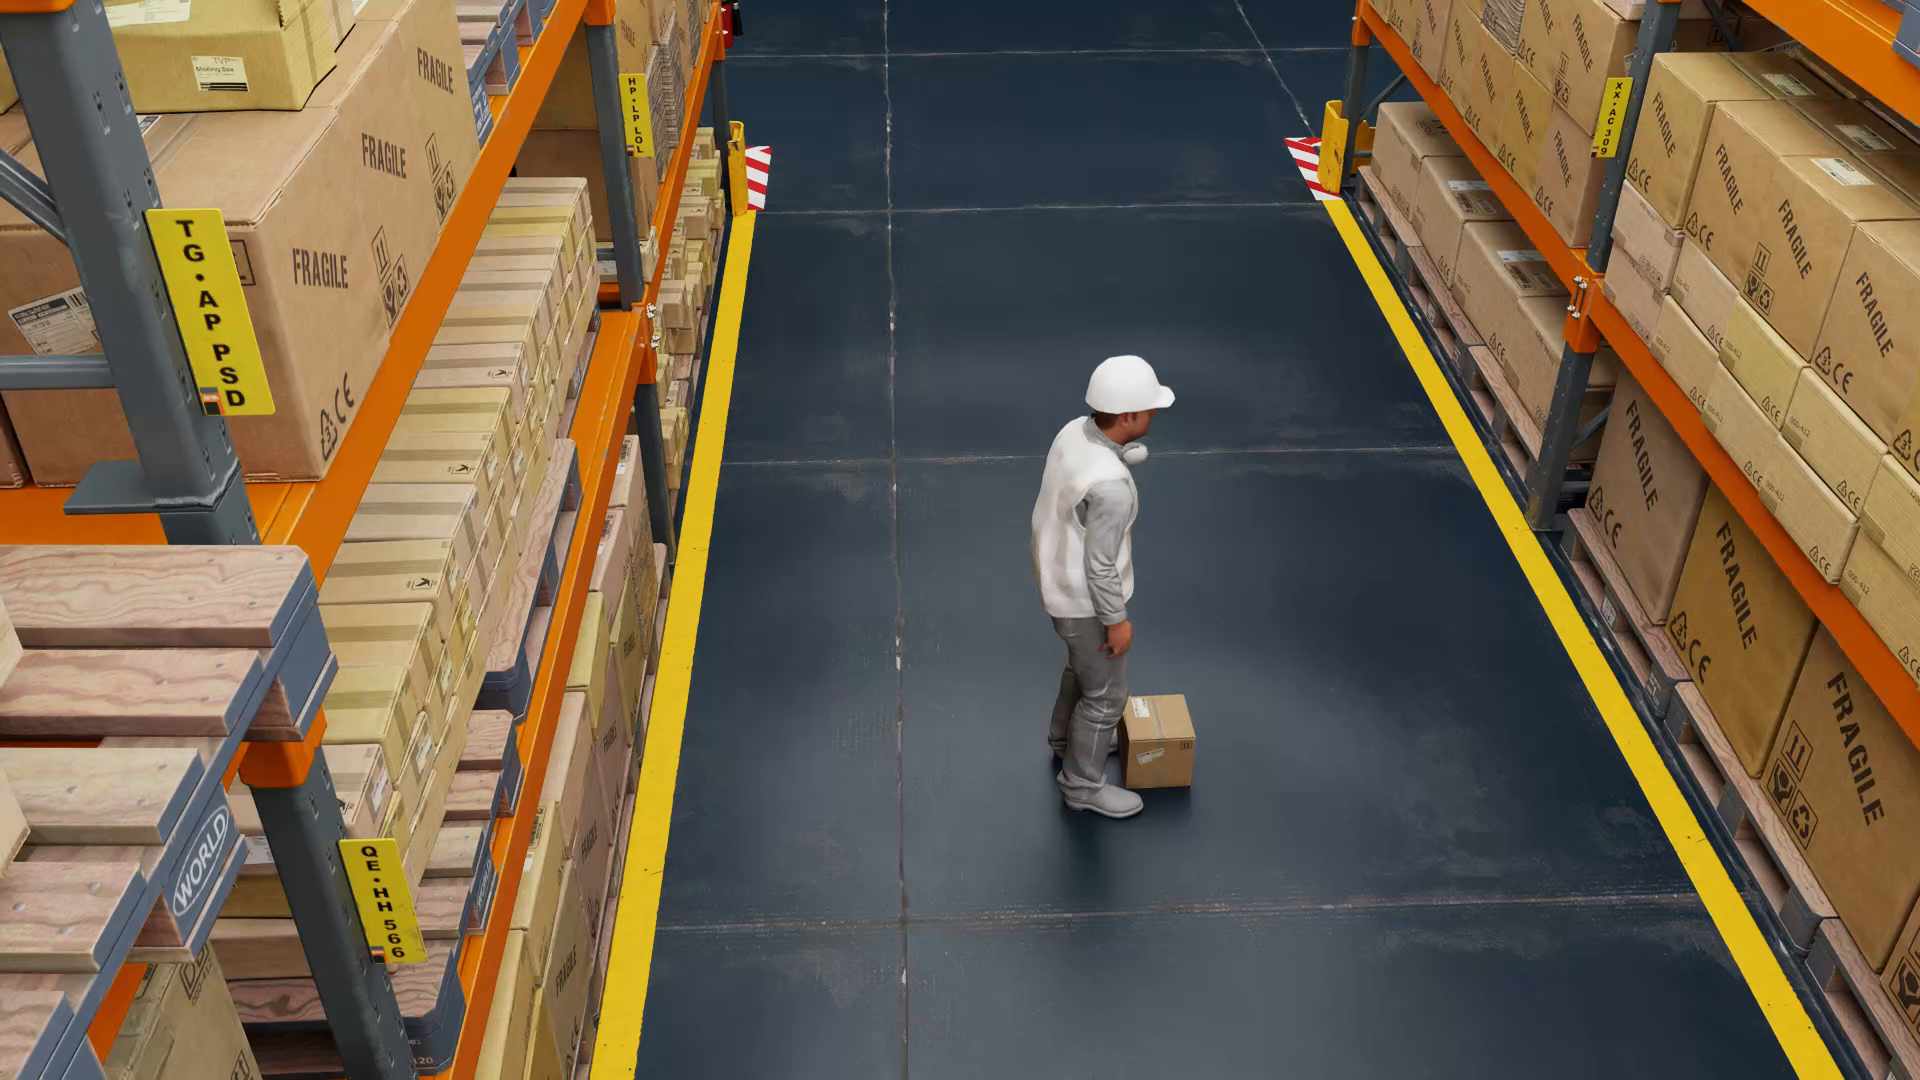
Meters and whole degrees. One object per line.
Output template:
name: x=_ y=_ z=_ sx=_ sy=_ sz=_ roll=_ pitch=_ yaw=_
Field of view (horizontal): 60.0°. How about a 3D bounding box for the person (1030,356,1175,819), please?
person: x=0.482 y=0.154 z=5.903 sx=0.465 sy=1.770 sz=0.591 roll=-4 pitch=35 yaw=-5
